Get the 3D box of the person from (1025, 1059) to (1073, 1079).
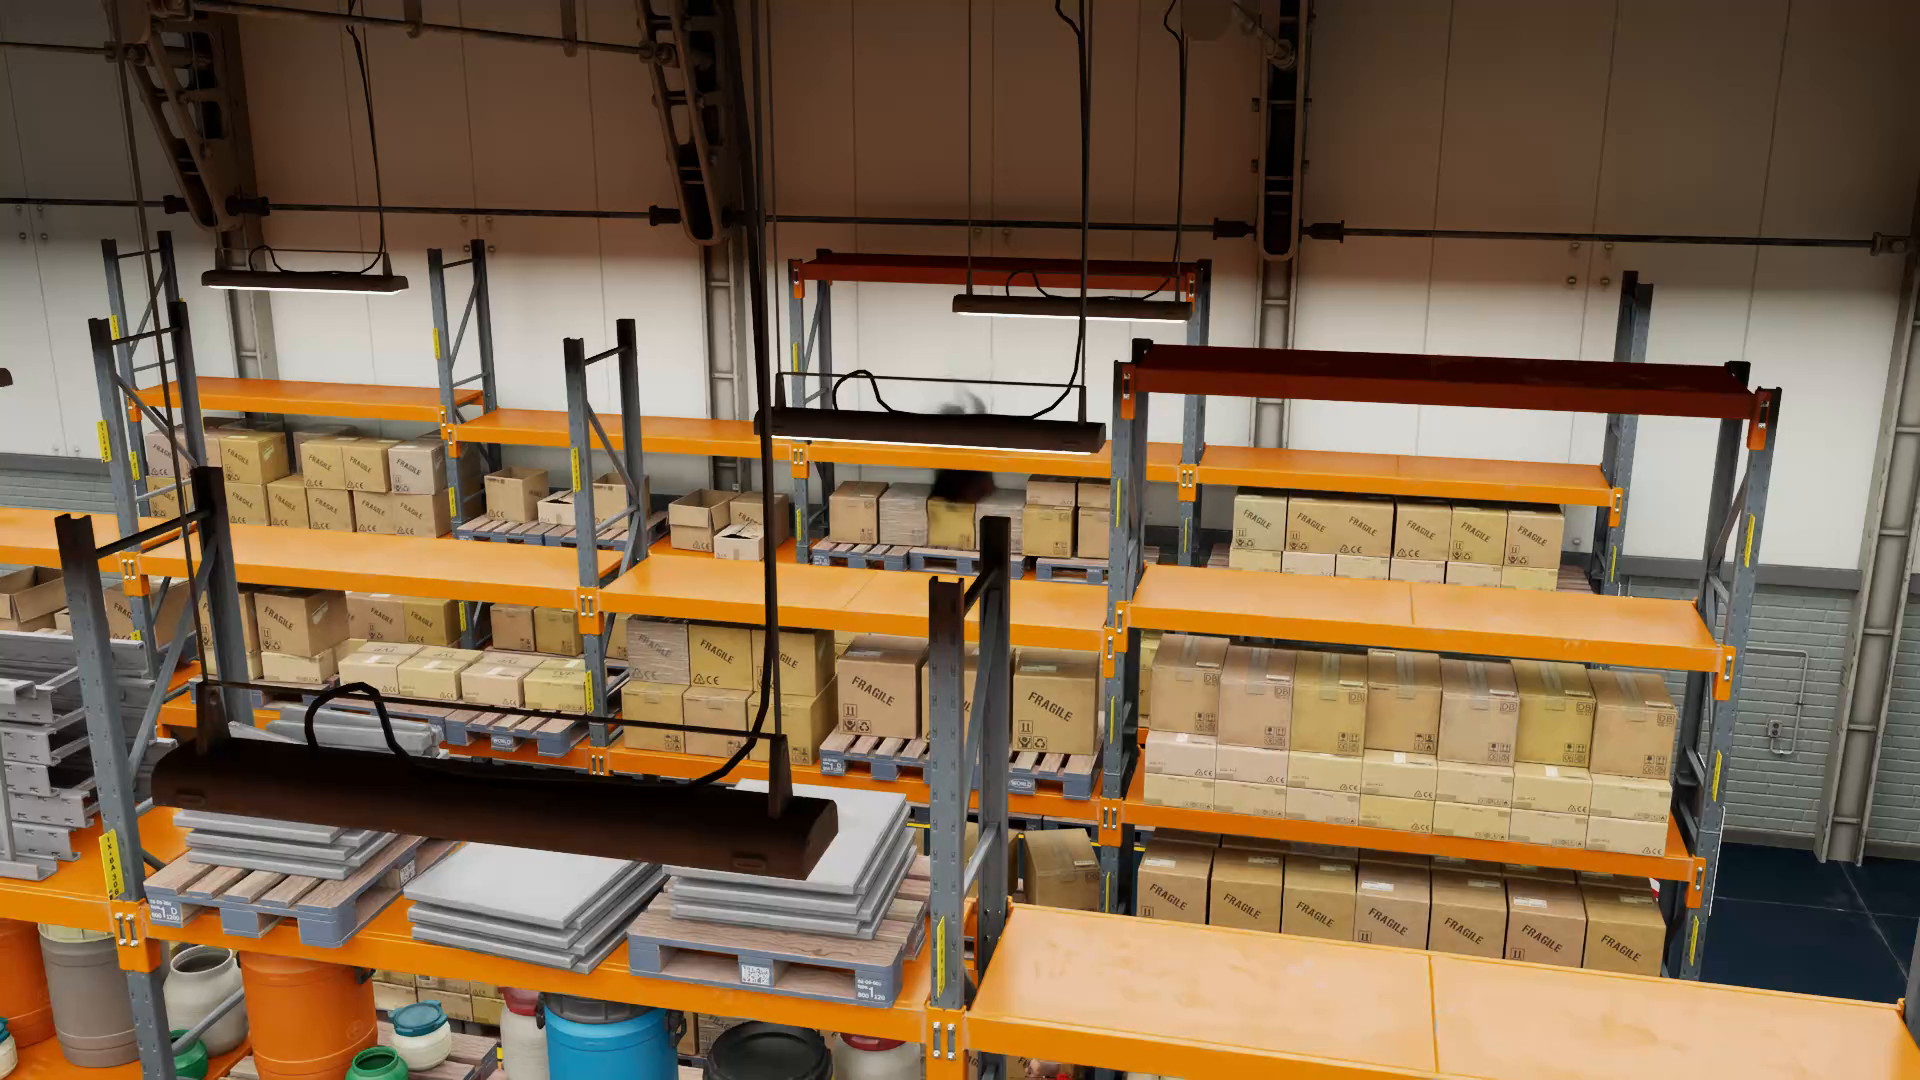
[{"bbox_3d":[0.494,4.204,11.097,0.691,1.653,0.640,1,16,3],"label":"person"}]
